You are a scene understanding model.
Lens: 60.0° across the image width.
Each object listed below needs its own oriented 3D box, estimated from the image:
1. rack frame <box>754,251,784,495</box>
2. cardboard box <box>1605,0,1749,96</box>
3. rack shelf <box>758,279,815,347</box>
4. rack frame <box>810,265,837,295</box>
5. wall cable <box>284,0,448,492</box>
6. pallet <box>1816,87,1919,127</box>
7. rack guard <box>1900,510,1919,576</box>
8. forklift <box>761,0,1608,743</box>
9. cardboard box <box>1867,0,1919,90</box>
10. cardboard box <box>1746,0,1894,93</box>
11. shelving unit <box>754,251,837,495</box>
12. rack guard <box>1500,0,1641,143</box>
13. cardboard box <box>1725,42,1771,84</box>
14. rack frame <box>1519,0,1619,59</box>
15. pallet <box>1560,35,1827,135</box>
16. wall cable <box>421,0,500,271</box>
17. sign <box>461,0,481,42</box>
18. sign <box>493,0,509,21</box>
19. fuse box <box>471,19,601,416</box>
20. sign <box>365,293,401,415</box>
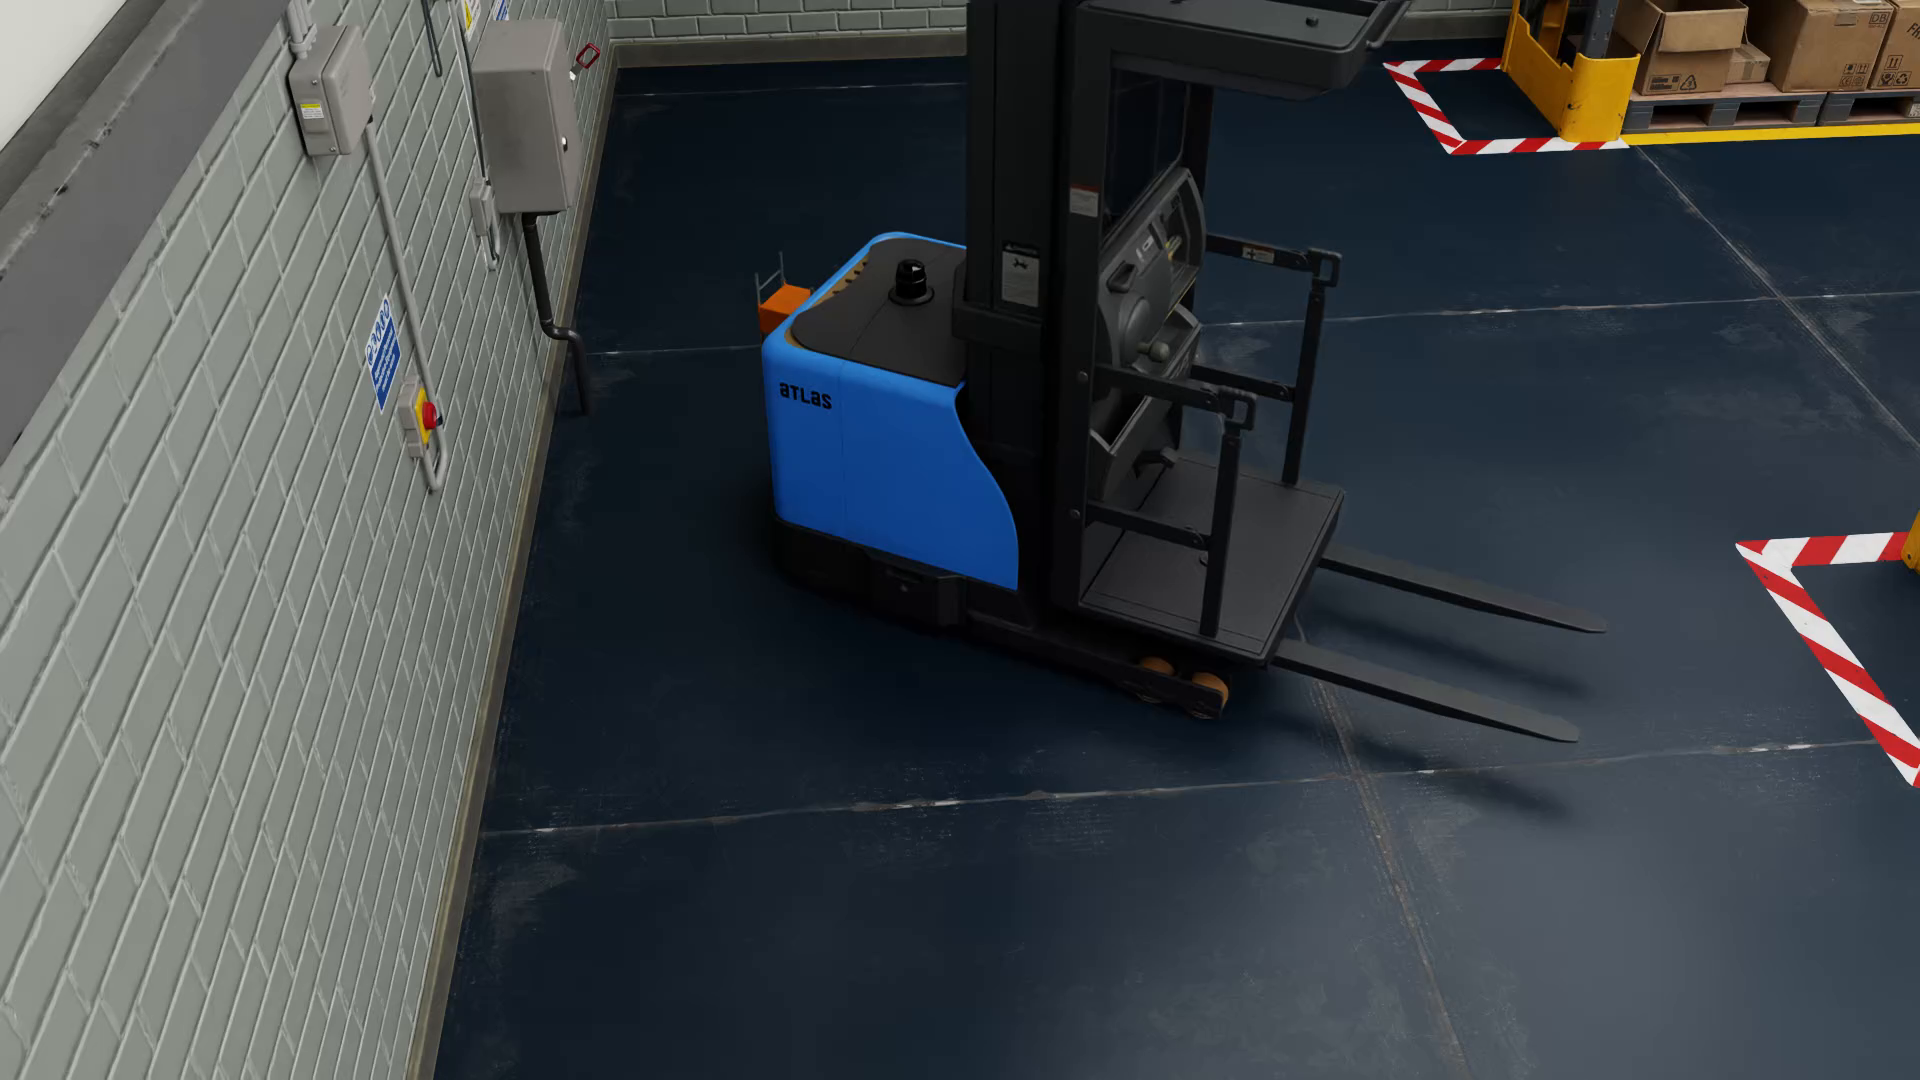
[{"bbox_3d":[-0.739,-0.655,6.733,0.008,1.050,0.200,16,41,20],"label":"rack frame"},{"bbox_3d":[4.184,-3.012,9.822,0.637,0.503,0.797,-5,39,-6],"label":"cardboard box"},{"bbox_3d":[-0.628,-0.838,6.523,0.240,0.259,0.215,16,41,20],"label":"rack shelf"},{"bbox_3d":[-0.518,-0.591,6.651,0.008,1.050,0.200,16,41,20],"label":"rack frame"},{"bbox_3d":[-1.604,-0.877,4.595,0.123,1.953,0.585,-3,38,-4],"label":"wall cable"},{"bbox_3d":[5.649,-2.871,10.218,1.213,0.211,1.003,-3,38,-4],"label":"pallet"},{"bbox_3d":[3.986,0.193,6.102,0.348,0.500,1.175,-3,38,-4],"label":"rack guard"},{"bbox_3d":[0.830,-0.889,5.511,3.031,2.935,1.130,16,41,20],"label":"forklift"},{"bbox_3d":[5.575,-3.001,9.811,0.500,0.500,0.500,-2,38,-3],"label":"cardboard box"},{"bbox_3d":[5.039,-3.034,9.852,0.500,0.500,0.700,-2,38,-2],"label":"cardboard box"},{"bbox_3d":[-0.628,-0.623,6.692,0.252,1.050,0.215,16,41,20],"label":"shelving unit"},{"bbox_3d":[3.642,-2.875,9.990,0.348,0.500,1.175,-3,38,-4],"label":"rack guard"},{"bbox_3d":[4.611,-2.872,9.931,0.250,0.149,0.380,-5,39,-6],"label":"cardboard box"},{"bbox_3d":[3.567,-3.852,9.211,0.127,3.000,1.000,-3,38,-4],"label":"rack frame"},{"bbox_3d":[4.436,-2.806,10.136,1.213,0.211,1.003,-3,38,-4],"label":"pallet"},{"bbox_3d":[-1.742,-1.739,5.713,0.122,1.984,0.588,-3,38,-4],"label":"wall cable"},{"bbox_3d":[-1.847,-2.049,6.259,0.001,0.242,0.339,-3,38,-4],"label":"sign"},{"bbox_3d":[-1.895,-2.026,6.973,0.001,0.494,0.329,-3,38,-4],"label":"sign"},{"bbox_3d":[-1.645,-1.264,6.971,0.414,1.711,0.539,-3,38,-4],"label":"fuse box"},{"bbox_3d":[-1.661,-0.539,4.793,0.001,0.218,0.327,-3,38,-4],"label":"sign"}]
